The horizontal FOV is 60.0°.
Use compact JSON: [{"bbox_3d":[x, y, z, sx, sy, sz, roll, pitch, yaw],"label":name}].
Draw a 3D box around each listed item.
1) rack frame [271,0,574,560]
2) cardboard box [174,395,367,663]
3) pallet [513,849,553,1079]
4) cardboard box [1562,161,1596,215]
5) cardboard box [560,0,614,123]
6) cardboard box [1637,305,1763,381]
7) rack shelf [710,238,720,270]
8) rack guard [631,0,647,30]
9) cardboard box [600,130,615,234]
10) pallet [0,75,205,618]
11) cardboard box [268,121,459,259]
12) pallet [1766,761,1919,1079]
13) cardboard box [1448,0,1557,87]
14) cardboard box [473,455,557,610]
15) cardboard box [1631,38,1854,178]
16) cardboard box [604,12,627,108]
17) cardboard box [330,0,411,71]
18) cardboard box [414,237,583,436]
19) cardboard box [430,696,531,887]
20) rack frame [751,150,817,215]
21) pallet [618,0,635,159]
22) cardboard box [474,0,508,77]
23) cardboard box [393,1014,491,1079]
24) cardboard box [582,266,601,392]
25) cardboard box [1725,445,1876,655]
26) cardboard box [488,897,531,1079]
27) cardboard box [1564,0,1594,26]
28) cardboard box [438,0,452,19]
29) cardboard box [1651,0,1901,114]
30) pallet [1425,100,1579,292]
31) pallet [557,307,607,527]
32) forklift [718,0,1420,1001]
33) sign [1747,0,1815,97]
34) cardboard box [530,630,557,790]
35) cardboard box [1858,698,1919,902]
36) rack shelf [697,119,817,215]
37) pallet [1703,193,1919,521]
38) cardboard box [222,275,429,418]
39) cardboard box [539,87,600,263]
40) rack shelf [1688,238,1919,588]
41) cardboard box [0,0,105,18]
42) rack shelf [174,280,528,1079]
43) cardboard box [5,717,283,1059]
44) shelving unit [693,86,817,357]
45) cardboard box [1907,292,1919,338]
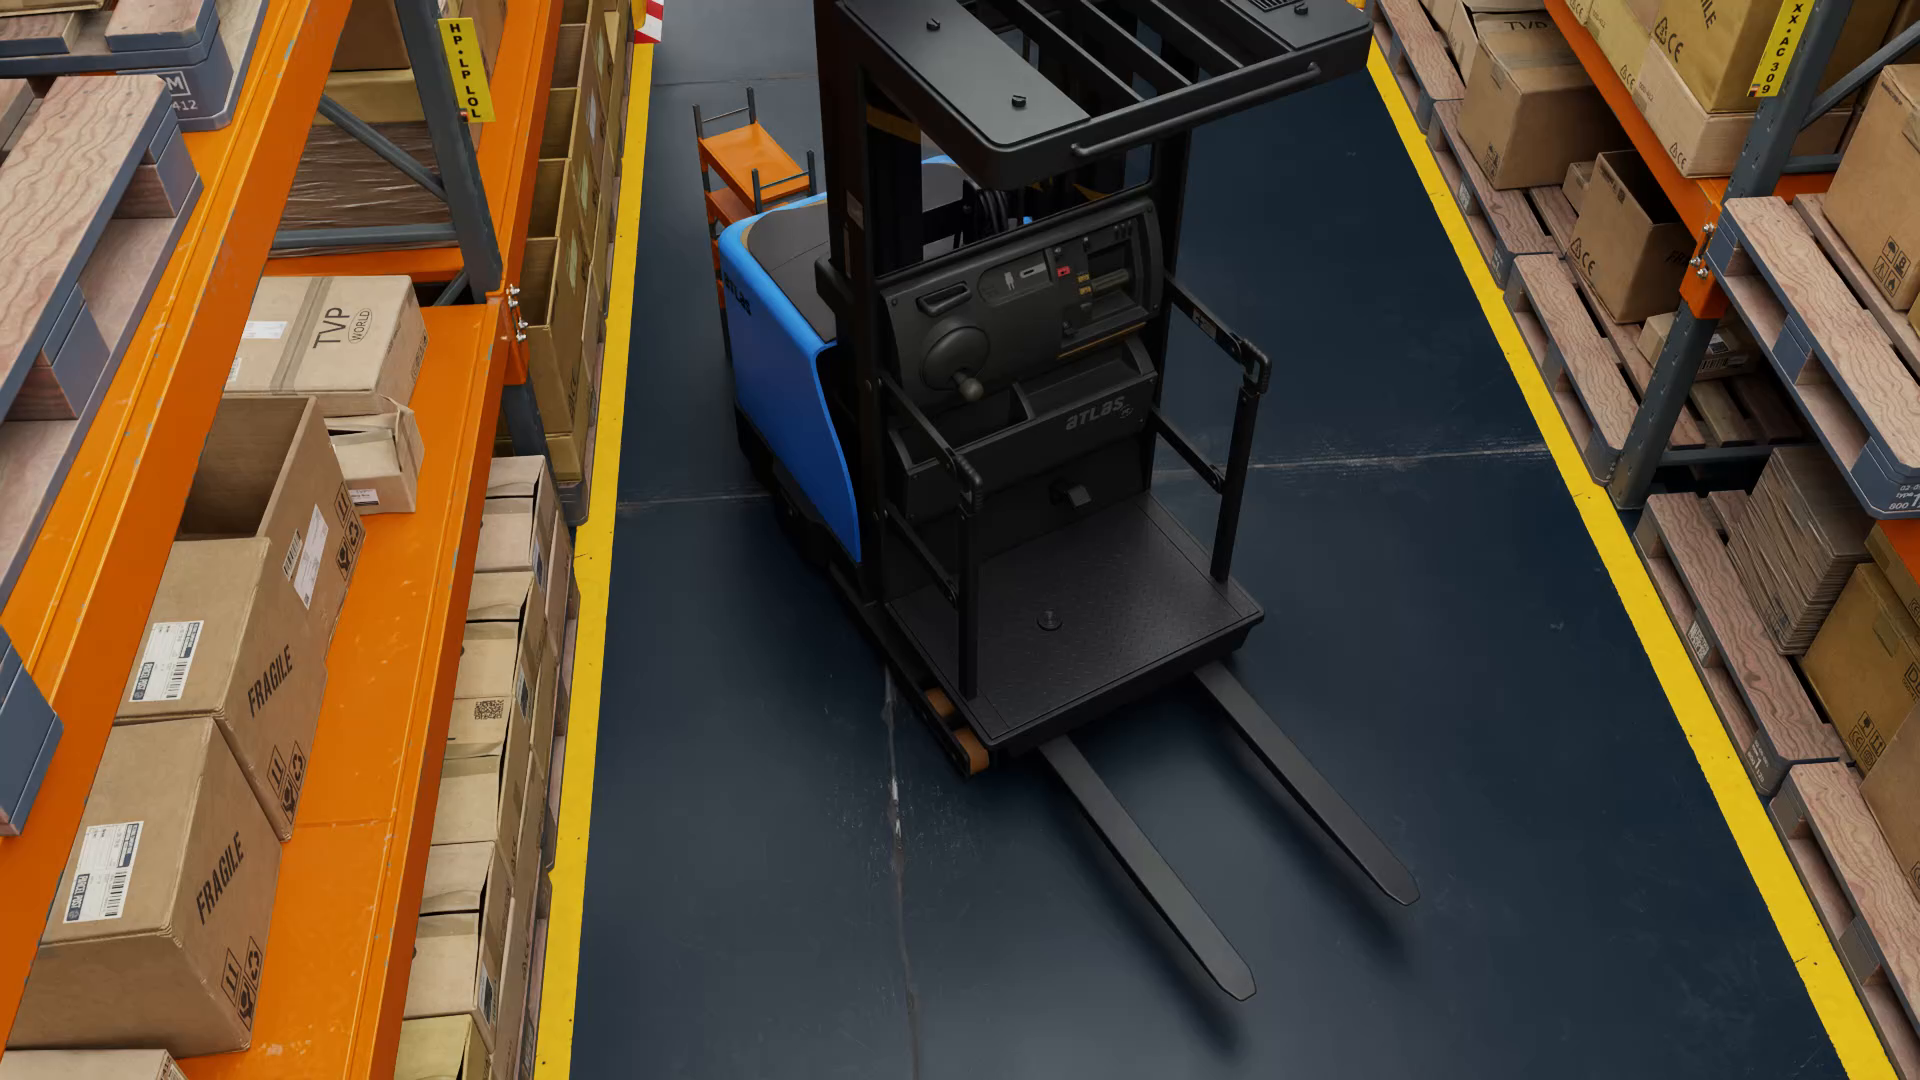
[{"bbox_3d":[-1.933,-0.911,5.047,1.000,3.000,0.127,-3,47,-3],"label":"rack frame"},{"bbox_3d":[-1.841,-0.007,4.122,0.500,0.500,0.500,0,47,0],"label":"cardboard box"},{"bbox_3d":[-1.727,1.463,4.719,1.003,0.211,1.213,-3,47,-3],"label":"pallet"},{"bbox_3d":[2.889,-1.544,7.307,0.380,0.149,0.250,-7,47,-6],"label":"cardboard box"},{"bbox_3d":[-1.828,-2.169,7.326,0.500,0.500,0.500,-3,47,-3],"label":"cardboard box"},{"bbox_3d":[2.928,-0.777,6.568,0.380,0.166,0.250,-9,47,-8],"label":"cardboard box"},{"bbox_3d":[-0.751,-1.032,6.494,0.258,0.148,0.480,-24,51,-21],"label":"rack shelf"},{"bbox_3d":[-2.270,-2.963,8.712,1.175,0.500,0.348,-3,47,-3],"label":"rack guard"},{"bbox_3d":[-1.791,-1.549,7.256,0.500,0.250,0.500,-3,47,-3],"label":"cardboard box"},{"bbox_3d":[-1.840,-0.278,2.511,1.003,0.211,1.213,-2,47,-1],"label":"pallet"},{"bbox_3d":[-1.976,-1.266,5.314,0.700,0.500,0.500,-5,47,-4],"label":"cardboard box"},{"bbox_3d":[3.175,1.192,4.976,1.003,0.211,1.213,-3,47,-3],"label":"pallet"},{"bbox_3d":[2.684,-2.417,8.022,0.500,0.311,0.500,0,47,0],"label":"cardboard box"},{"bbox_3d":[-1.613,-0.027,5.428,0.500,0.311,0.500,-3,47,-3],"label":"cardboard box"},{"bbox_3d":[2.661,-1.494,5.689,0.500,0.250,0.500,-3,47,-3],"label":"cardboard box"},{"bbox_3d":[-1.875,-2.273,7.941,0.500,0.250,0.500,-3,47,-3],"label":"cardboard box"},{"bbox_3d":[-1.976,-1.712,4.843,0.700,0.500,0.500,-3,47,-3],"label":"cardboard box"},{"bbox_3d":[-1.660,-0.722,5.956,0.500,0.500,0.500,-3,47,-3],"label":"cardboard box"},{"bbox_3d":[-1.524,0.710,4.730,0.500,0.311,0.500,-4,47,-3],"label":"cardboard box"},{"bbox_3d":[-0.625,-0.926,6.301,0.240,1.200,0.015,-24,51,-21],"label":"rack frame"},{"bbox_3d":[-2.162,-2.295,8.278,1.003,0.211,1.213,-3,47,-3],"label":"pallet"},{"bbox_3d":[-2.065,-2.010,6.019,0.700,0.500,0.500,-3,47,-3],"label":"cardboard box"},{"bbox_3d":[-1.442,1.446,4.033,0.500,0.311,0.500,-5,47,-4],"label":"cardboard box"},{"bbox_3d":[-1.706,-0.826,6.571,0.500,0.250,0.500,-3,47,-3],"label":"cardboard box"},{"bbox_3d":[3.081,0.025,5.579,0.700,0.500,0.500,-2,47,-2],"label":"cardboard box"},{"bbox_3d":[-1.484,1.277,4.579,0.500,0.250,0.500,-3,47,-2],"label":"cardboard box"},{"bbox_3d":[2.570,-2.218,6.374,0.500,0.250,0.500,-4,47,-4],"label":"cardboard box"},{"bbox_3d":[-1.784,-1.556,5.142,0.380,0.149,0.250,-3,47,-3],"label":"cardboard box"},{"bbox_3d":[2.655,-1.751,5.415,0.500,0.500,0.500,-4,47,-3],"label":"cardboard box"},{"bbox_3d":[2.806,-1.624,7.643,1.003,0.211,1.213,-3,47,-3],"label":"pallet"},{"bbox_3d":[-1.958,-0.530,6.606,1.003,0.211,1.213,-3,47,-3],"label":"pallet"},{"bbox_3d":[0.315,-0.618,4.817,1.130,2.935,3.031,-23,51,-20],"label":"forklift"},{"bbox_3d":[2.463,-1.474,4.984,0.100,0.325,0.005,-3,47,-3],"label":"sign"},{"bbox_3d":[-1.569,0.539,5.278,0.500,0.250,0.500,-4,47,-4],"label":"cardboard box"},{"bbox_3d":[3.177,0.768,4.876,0.700,0.500,0.500,-3,47,-3],"label":"cardboard box"},{"bbox_3d":[-0.751,-1.348,6.160,0.258,0.148,0.480,-24,51,-21],"label":"rack shelf"},{"bbox_3d":[2.922,-0.587,4.872,1.003,0.211,1.213,-3,47,-3],"label":"pallet"},{"bbox_3d":[-1.848,-0.506,4.766,0.500,0.250,0.500,-1,47,-1],"label":"cardboard box"},{"bbox_3d":[-1.744,-1.446,6.641,0.500,0.500,0.500,-3,47,-3],"label":"cardboard box"},{"bbox_3d":[3.171,0.480,4.225,1.077,0.370,4.000,-3,47,-3],"label":"rack shelf"},{"bbox_3d":[-1.842,-1.192,3.061,0.500,0.250,0.500,-8,47,-7],"label":"cardboard box"},{"bbox_3d":[-1.765,0.784,3.937,1.077,0.370,4.000,-3,47,-3],"label":"rack shelf"},{"bbox_3d":[-1.755,0.736,3.418,0.500,0.500,0.500,-6,47,-5],"label":"cardboard box"},{"bbox_3d":[-0.751,-1.078,6.445,0.258,1.200,0.503,-24,51,-21],"label":"shelving unit"},{"bbox_3d":[3.051,-0.625,4.404,0.700,0.500,0.500,1,47,1],"label":"cardboard box"}]
